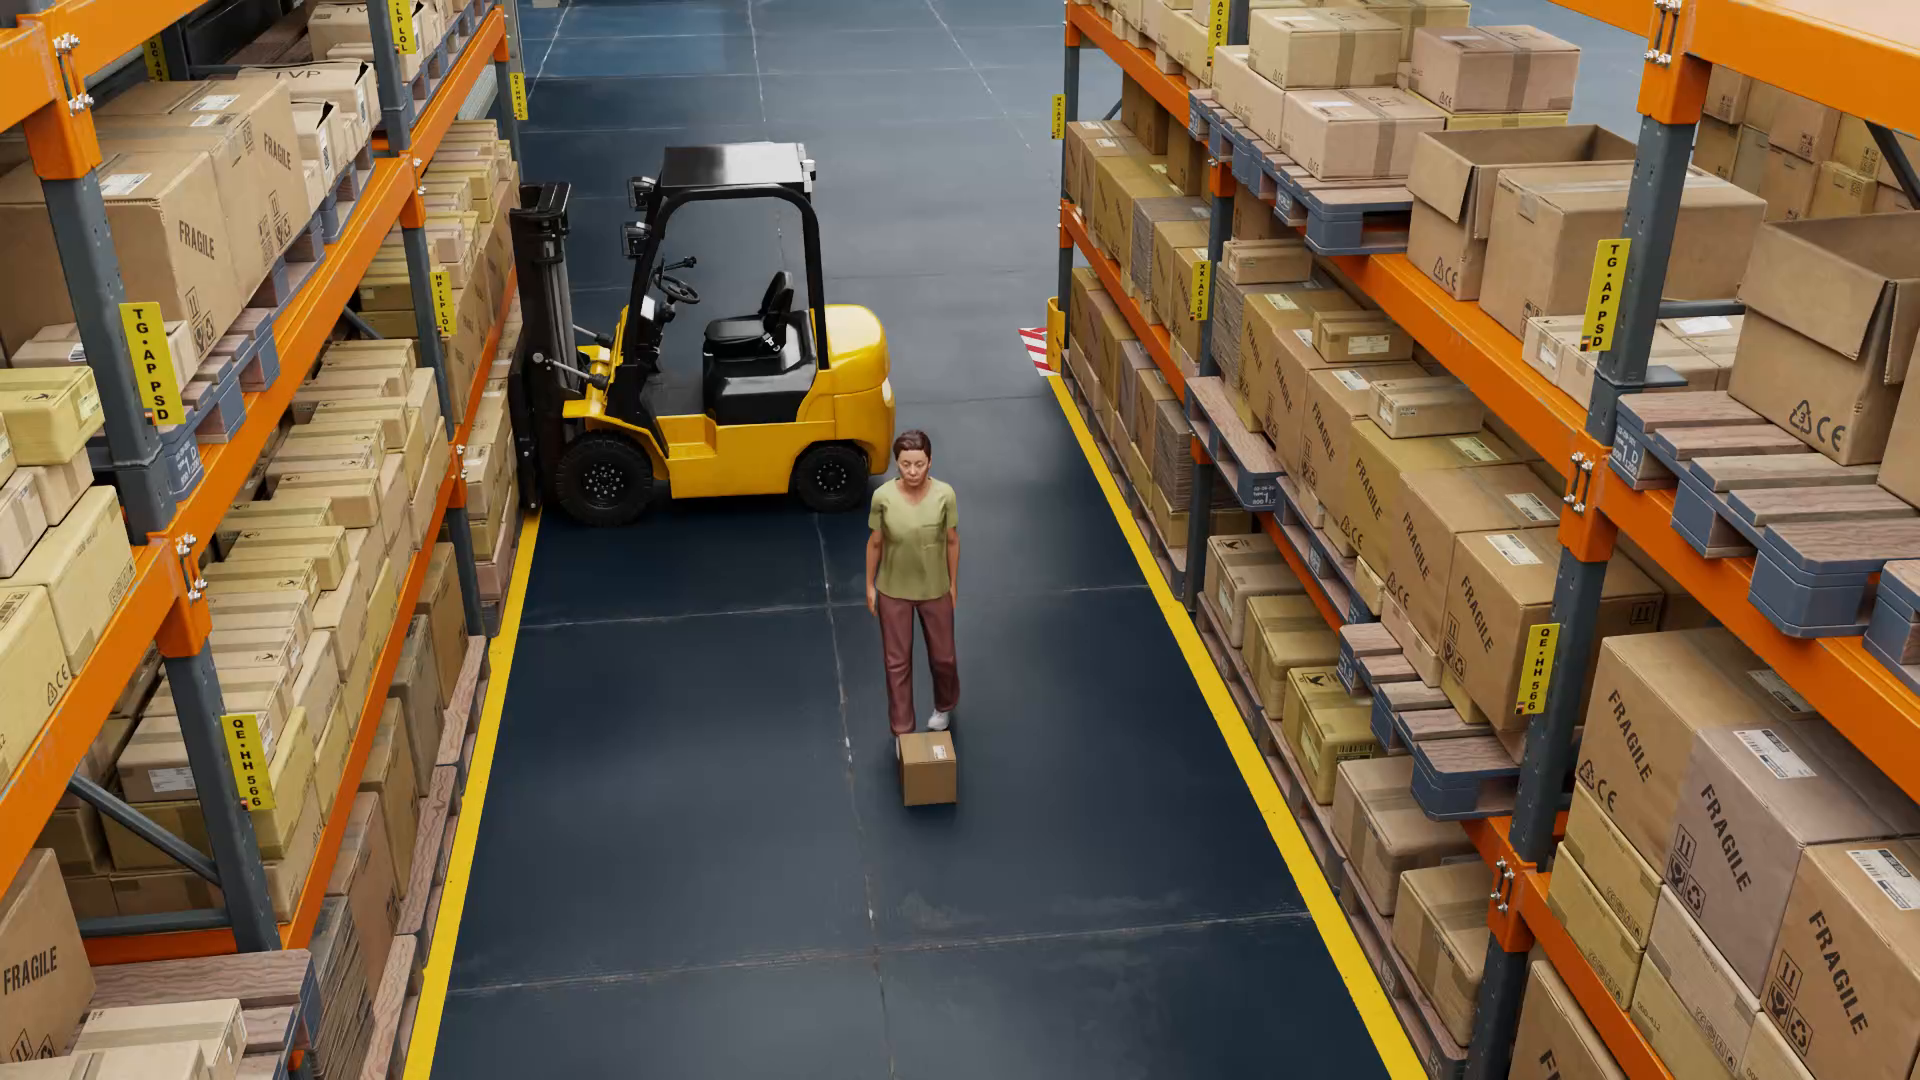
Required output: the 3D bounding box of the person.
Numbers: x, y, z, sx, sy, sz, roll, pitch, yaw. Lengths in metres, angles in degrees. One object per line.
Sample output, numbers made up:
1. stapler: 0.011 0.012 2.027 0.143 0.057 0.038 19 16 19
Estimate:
1. person: -0.228 0.258 8.112 0.462 1.672 0.571 -1 27 -1
